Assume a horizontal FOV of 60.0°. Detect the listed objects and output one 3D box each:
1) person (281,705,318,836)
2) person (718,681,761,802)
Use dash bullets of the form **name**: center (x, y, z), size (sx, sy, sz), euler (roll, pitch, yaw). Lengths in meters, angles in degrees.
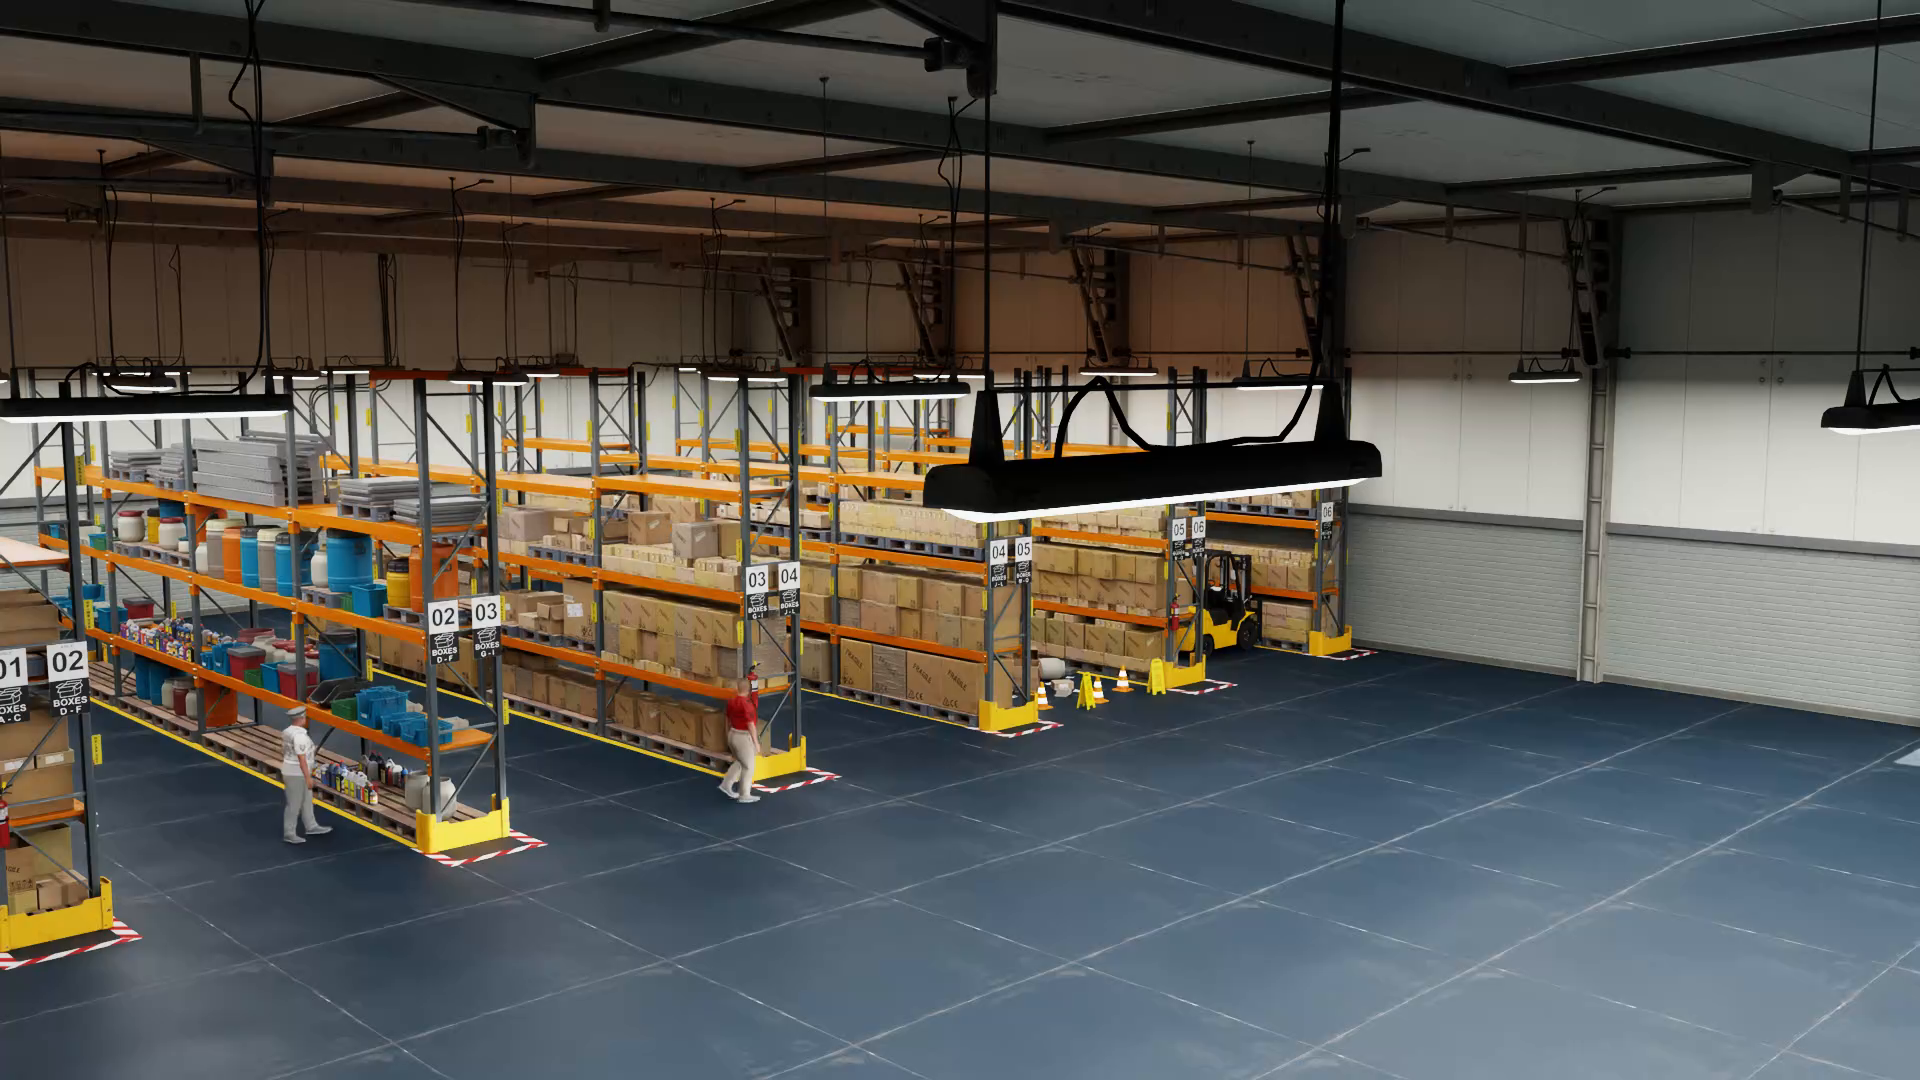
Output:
- **person**: center (-8.593, 2.994, 21.585), size (0.420, 1.683, 0.483), euler (-2, 7, -20)
- **person**: center (-3.092, 2.839, 23.459), size (0.497, 1.727, 0.610), euler (-4, 7, -30)
